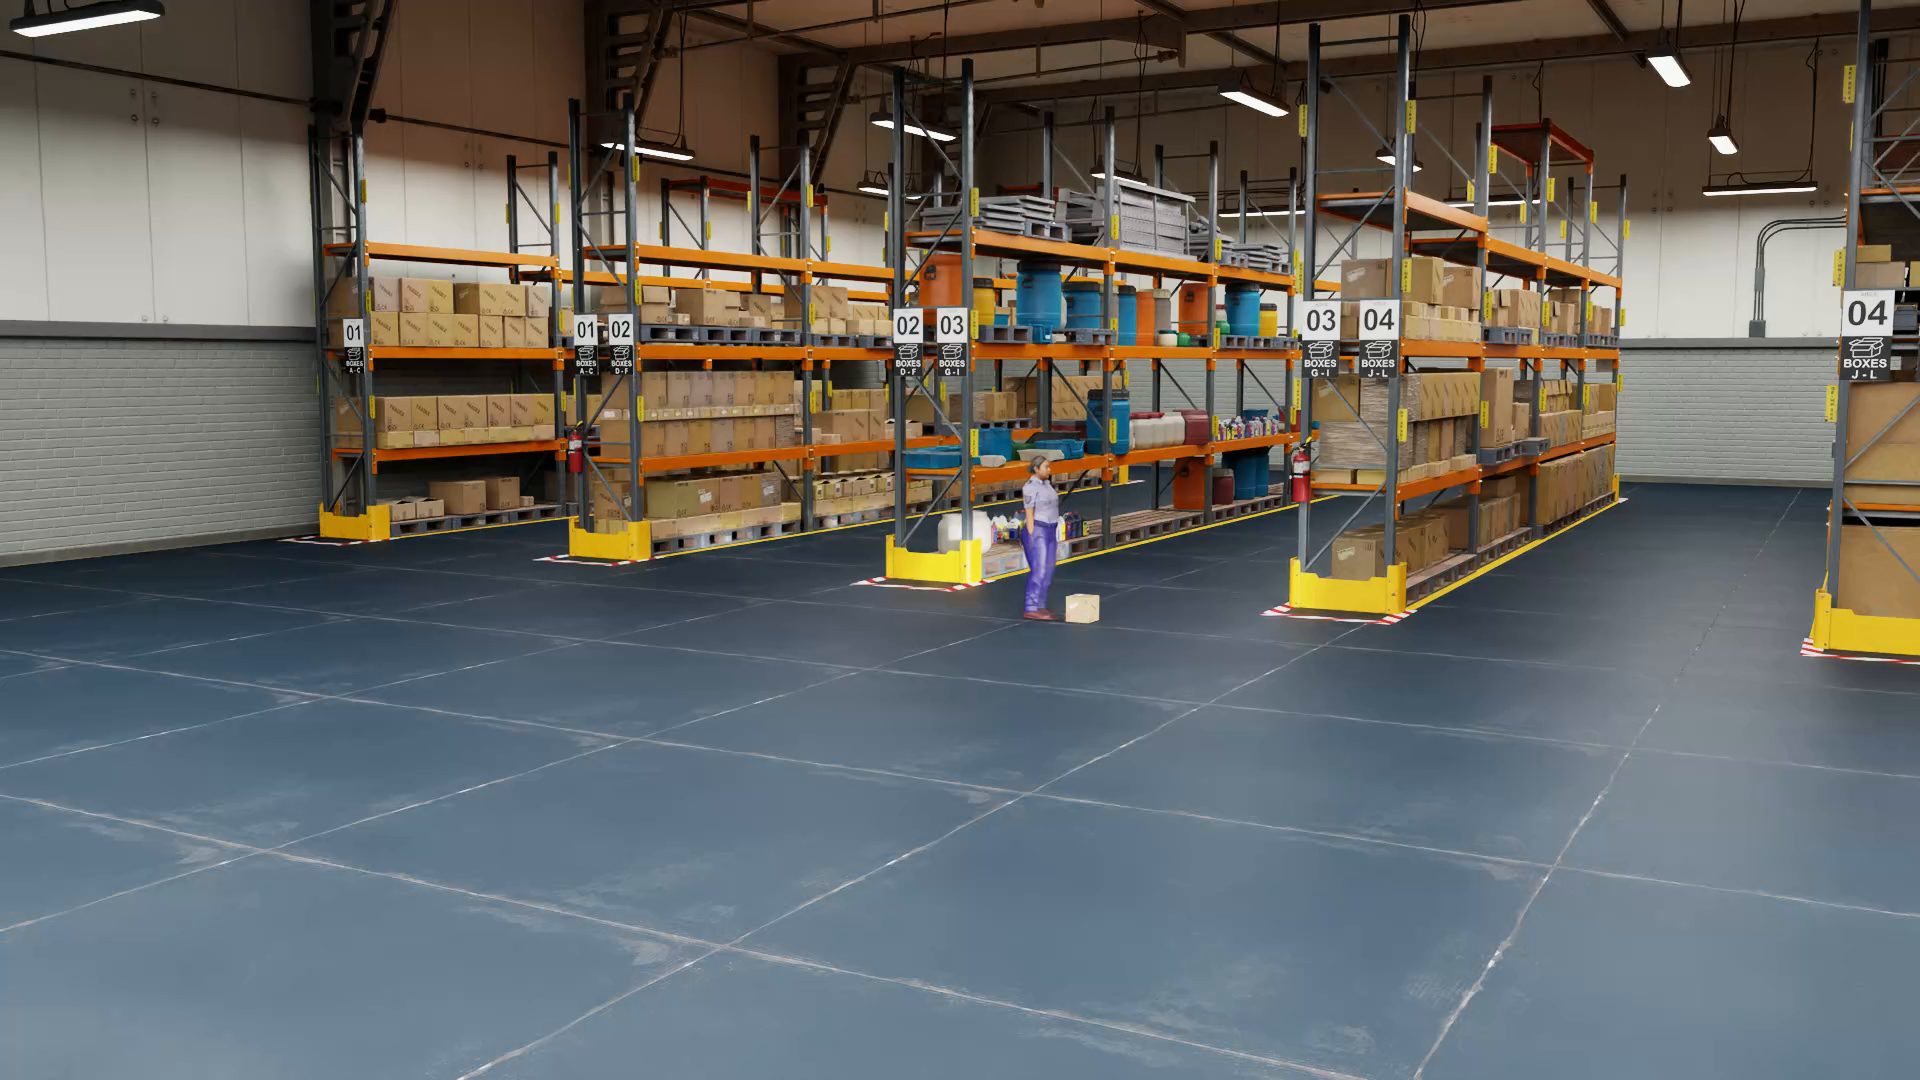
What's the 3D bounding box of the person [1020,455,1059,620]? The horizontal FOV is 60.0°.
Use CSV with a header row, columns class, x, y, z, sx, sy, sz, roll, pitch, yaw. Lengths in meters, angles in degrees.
class,x,y,z,sx,sy,sz,roll,pitch,yaw
person,0.823,-0.028,16.761,0.351,1.650,0.466,4,7,30
